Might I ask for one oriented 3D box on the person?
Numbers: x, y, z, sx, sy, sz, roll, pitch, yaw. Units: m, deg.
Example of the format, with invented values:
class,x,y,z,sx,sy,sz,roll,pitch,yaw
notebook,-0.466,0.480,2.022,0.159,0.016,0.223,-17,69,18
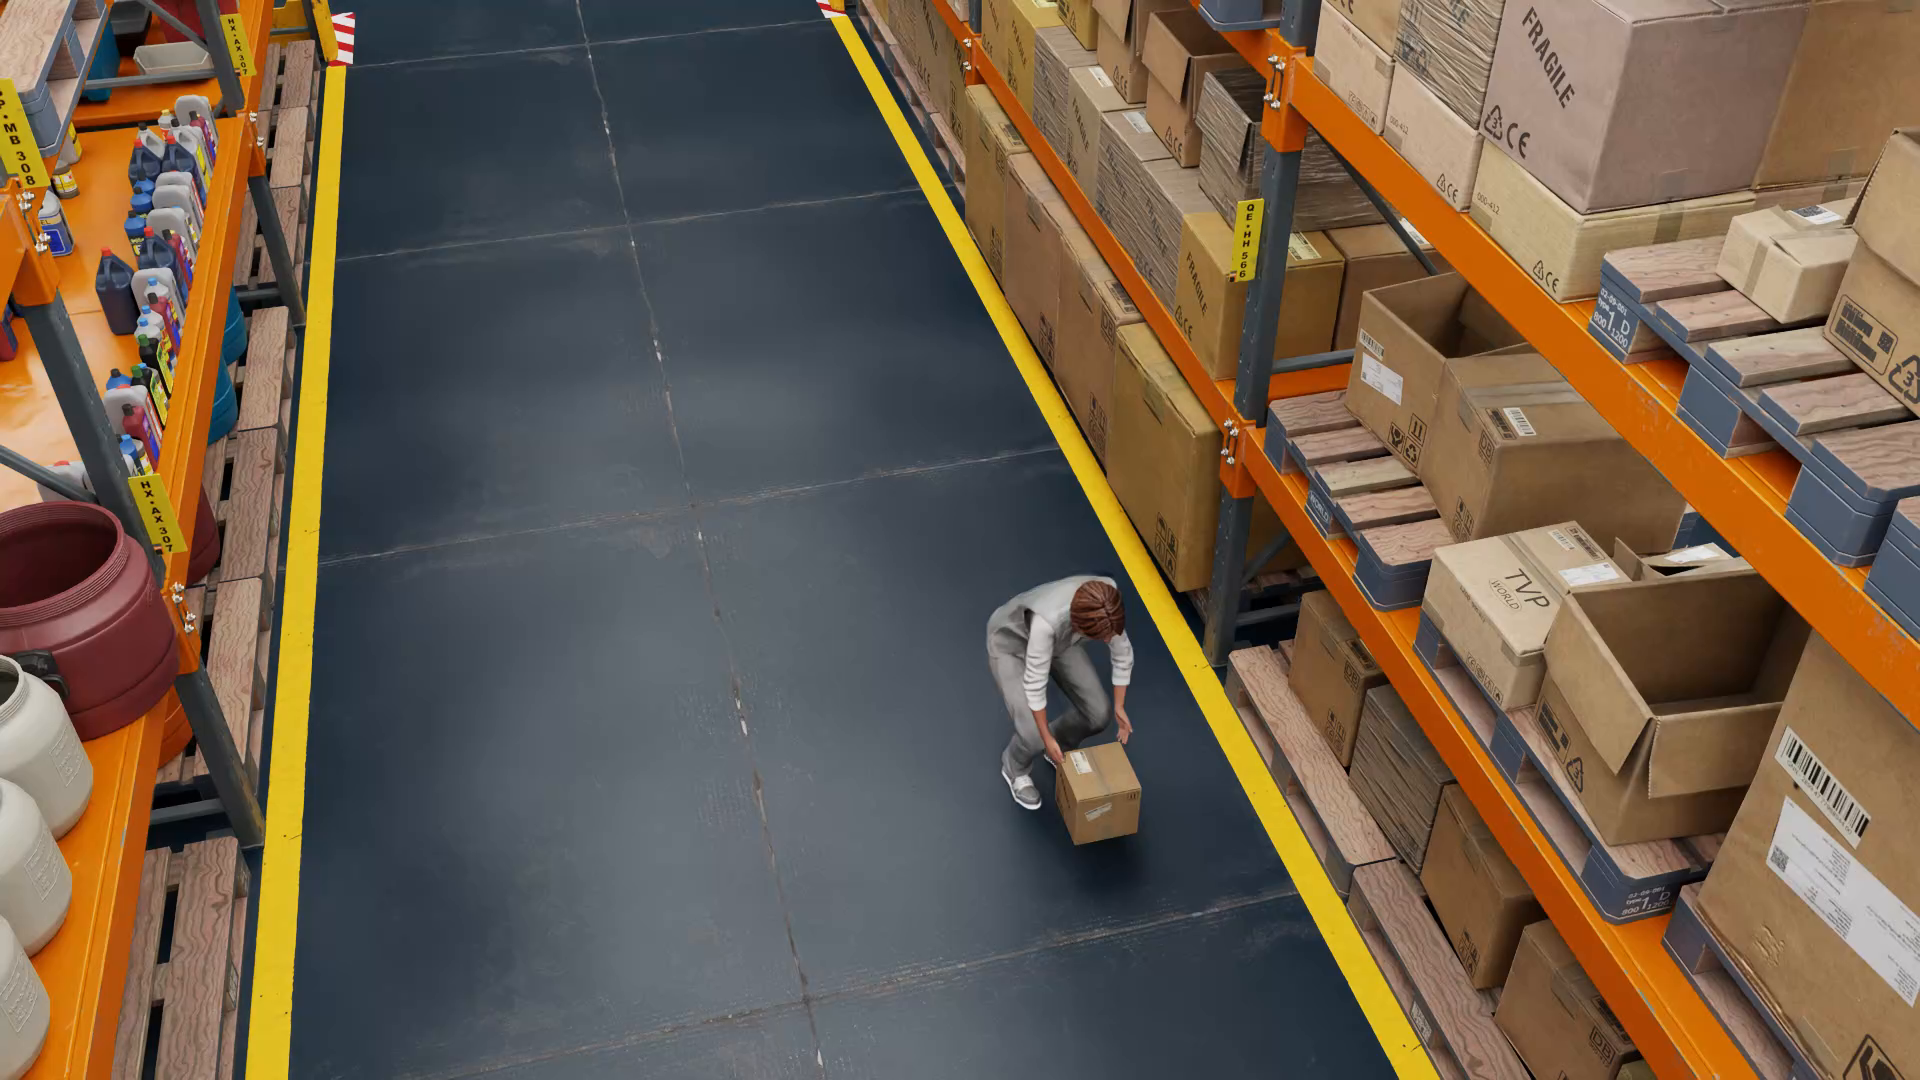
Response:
class,x,y,z,sx,sy,sz,roll,pitch,yaw
person,0.389,0.522,6.394,0.462,1.197,0.696,-17,42,-20
